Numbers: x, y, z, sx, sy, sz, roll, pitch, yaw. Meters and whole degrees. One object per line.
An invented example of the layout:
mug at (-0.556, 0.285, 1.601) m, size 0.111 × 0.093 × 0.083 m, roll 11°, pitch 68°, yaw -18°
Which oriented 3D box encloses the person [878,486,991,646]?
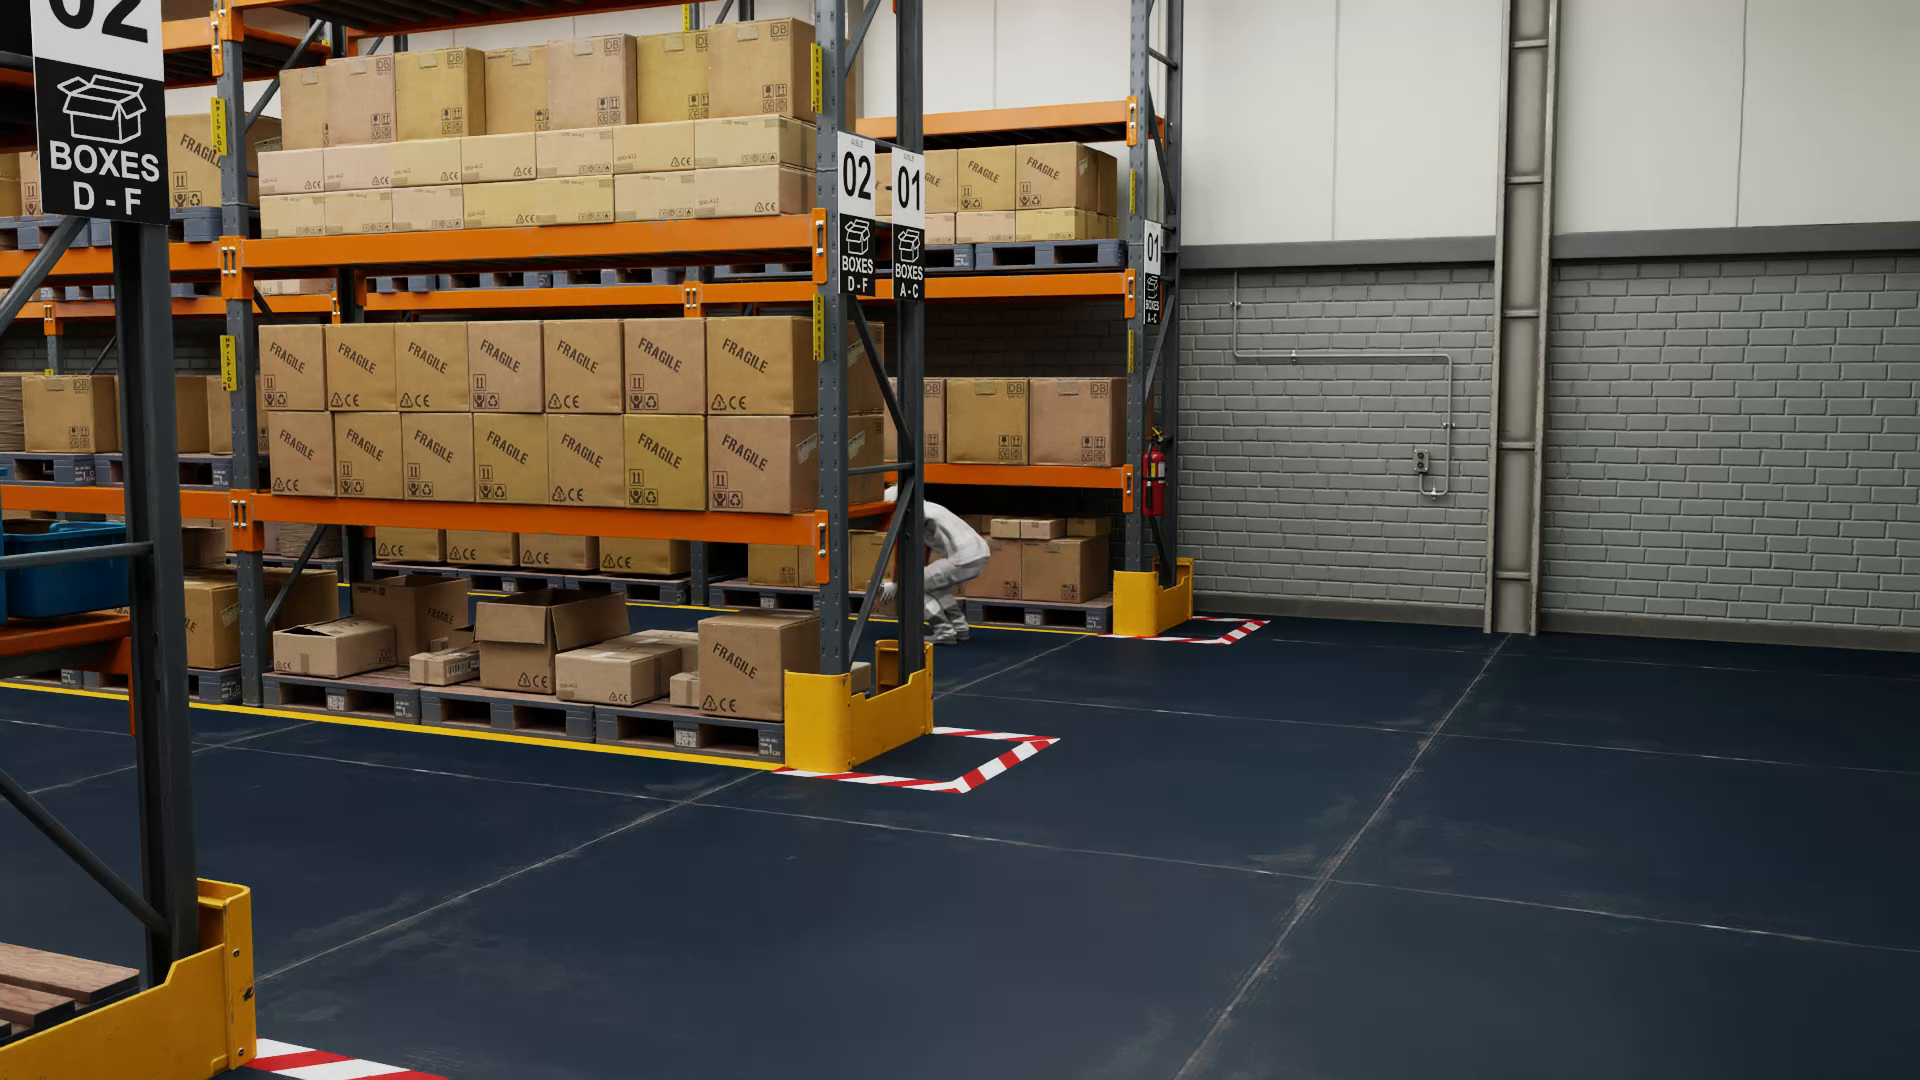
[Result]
person at (-0.209, 0.187, 12.570) m, size 0.845 × 1.186 × 0.586 m, roll 2°, pitch 6°, yaw 23°
